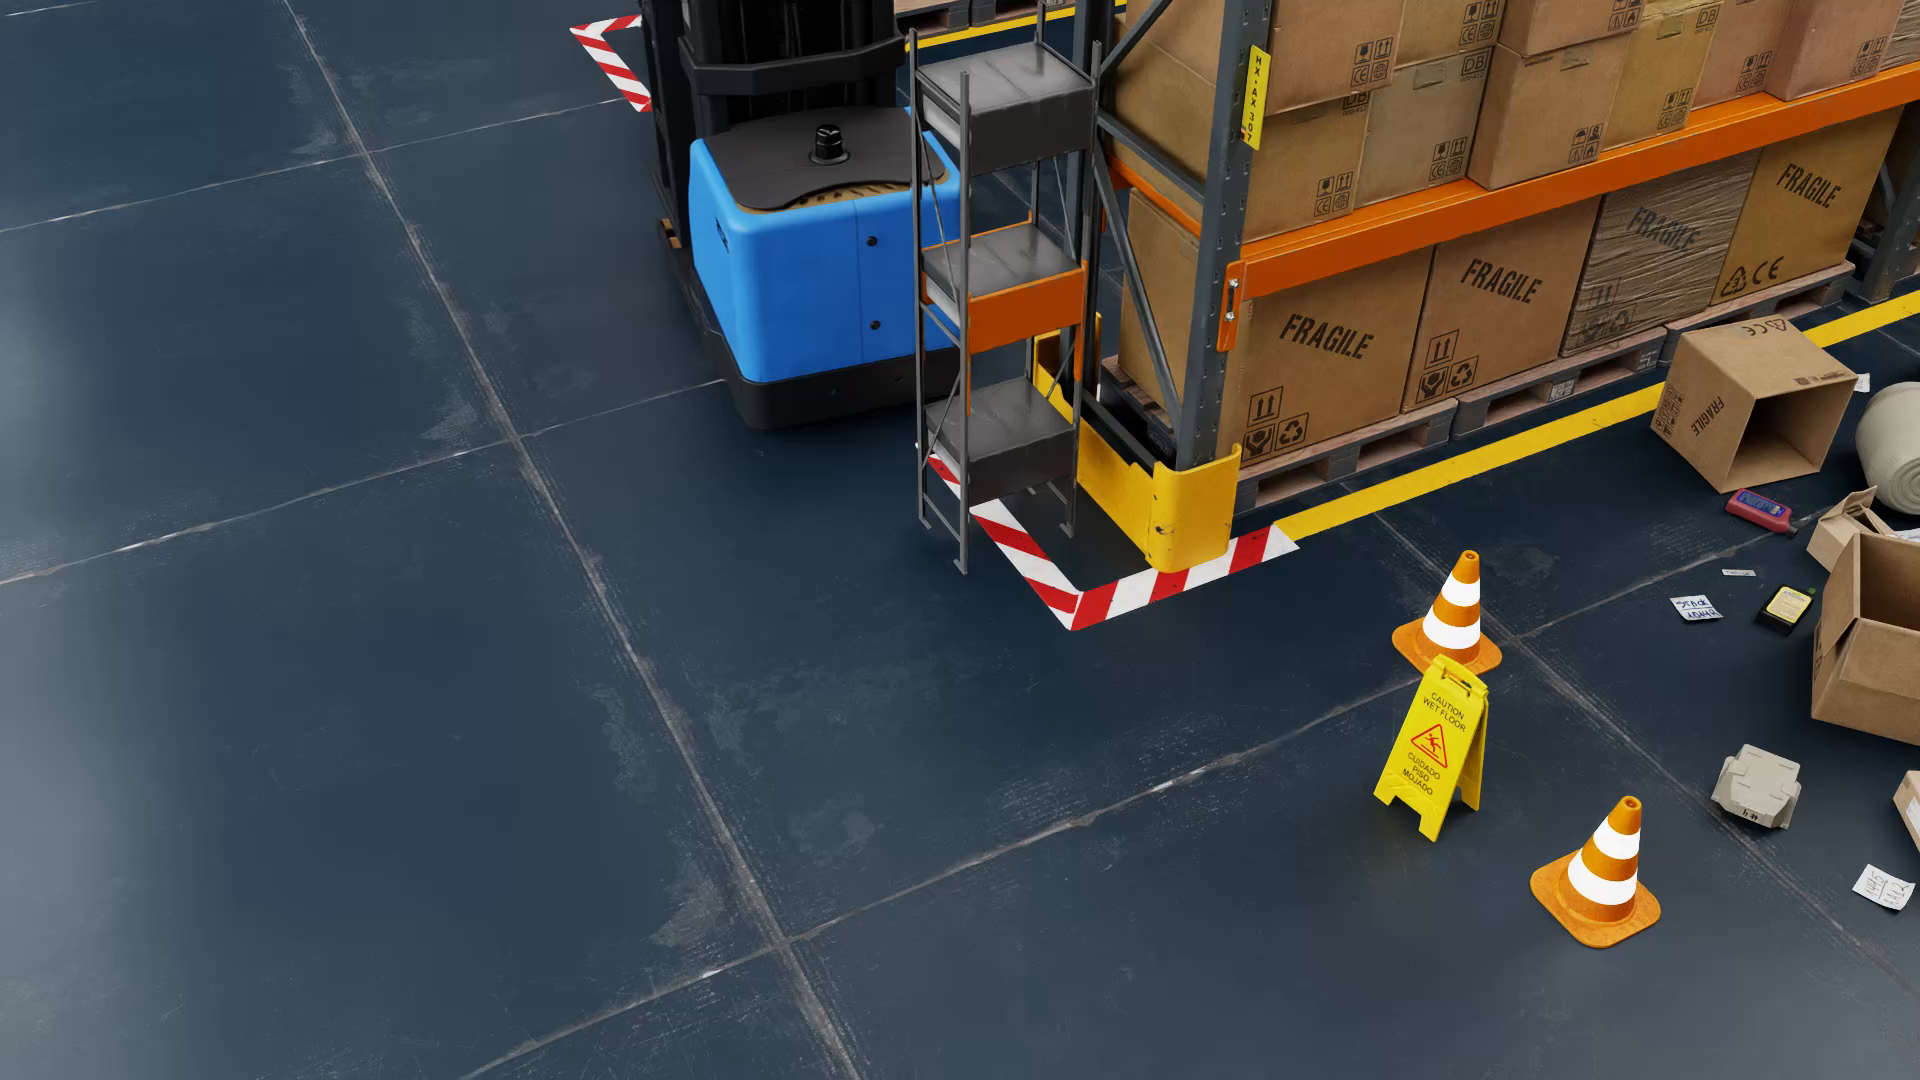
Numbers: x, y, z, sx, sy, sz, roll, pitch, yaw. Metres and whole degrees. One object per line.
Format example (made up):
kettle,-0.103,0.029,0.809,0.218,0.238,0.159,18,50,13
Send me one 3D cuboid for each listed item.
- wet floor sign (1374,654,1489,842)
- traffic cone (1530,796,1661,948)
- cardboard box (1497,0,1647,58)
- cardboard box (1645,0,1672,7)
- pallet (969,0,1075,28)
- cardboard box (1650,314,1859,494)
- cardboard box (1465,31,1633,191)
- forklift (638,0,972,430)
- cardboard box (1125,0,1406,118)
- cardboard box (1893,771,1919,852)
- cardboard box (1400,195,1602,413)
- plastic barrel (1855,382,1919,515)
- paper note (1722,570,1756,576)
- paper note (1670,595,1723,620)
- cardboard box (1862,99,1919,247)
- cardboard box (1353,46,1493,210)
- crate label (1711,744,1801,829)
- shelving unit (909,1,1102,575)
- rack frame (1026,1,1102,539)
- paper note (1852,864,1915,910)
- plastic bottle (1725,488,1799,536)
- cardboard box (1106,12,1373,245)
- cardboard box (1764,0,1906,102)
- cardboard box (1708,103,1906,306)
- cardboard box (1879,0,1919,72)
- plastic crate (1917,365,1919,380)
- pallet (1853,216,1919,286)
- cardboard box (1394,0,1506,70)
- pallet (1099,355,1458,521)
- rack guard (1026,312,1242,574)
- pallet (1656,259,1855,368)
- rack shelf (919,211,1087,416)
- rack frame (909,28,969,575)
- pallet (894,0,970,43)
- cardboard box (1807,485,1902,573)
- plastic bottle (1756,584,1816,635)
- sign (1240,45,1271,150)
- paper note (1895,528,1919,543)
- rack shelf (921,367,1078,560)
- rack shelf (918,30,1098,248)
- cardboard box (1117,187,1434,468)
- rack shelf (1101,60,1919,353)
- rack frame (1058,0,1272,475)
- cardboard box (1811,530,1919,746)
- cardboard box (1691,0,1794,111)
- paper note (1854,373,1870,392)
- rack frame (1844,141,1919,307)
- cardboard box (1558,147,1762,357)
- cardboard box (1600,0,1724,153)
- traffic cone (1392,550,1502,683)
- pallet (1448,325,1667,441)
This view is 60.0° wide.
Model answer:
wet floor sign,1.594,0.652,5.481,0.232,0.644,0.267,-26,47,-28
traffic cone,2.052,0.982,5.232,0.334,0.463,0.336,-19,44,-21
cardboard box,2.057,-2.255,6.140,0.550,0.550,0.875,-19,44,-21
cardboard box,2.467,-2.487,6.415,0.500,0.550,0.875,-19,44,-21
pallet,0.388,-3.805,11.081,1.213,0.211,1.003,-19,44,-21
cardboard box,3.350,-0.580,7.046,0.500,0.500,0.500,-12,42,-13
cardboard box,2.046,-1.856,6.505,0.550,0.550,0.875,-19,44,-21
forklift,-0.910,-2.555,7.500,1.130,2.935,3.031,-13,42,-15
cardboard box,1.052,-1.948,5.778,0.550,0.550,0.875,-19,44,-21
cardboard box,3.310,0.956,5.506,0.250,0.149,0.380,2,40,2
cardboard box,2.055,-1.244,7.217,0.875,0.875,0.875,-19,44,-21
plastic barrel,3.955,-0.383,6.875,0.421,0.421,0.512,8,41,10
paper note,3.086,0.130,6.589,0.123,0.001,0.032,2,40,2
paper note,2.843,0.261,6.419,0.142,0.017,0.144,-5,40,-6
cardboard box,4.762,-2.123,8.352,0.750,0.750,1.050,-19,44,-21
cardboard box,1.491,-1.761,6.393,0.550,0.550,0.875,-19,44,-21
crate label,2.721,0.836,5.656,0.250,0.136,0.298,22,45,24
shelving unit,0.147,-0.851,6.130,0.503,2.100,0.431,-19,44,-21
rack frame,0.363,-0.924,6.216,0.015,2.100,0.400,-19,44,-21
paper note,3.000,1.126,5.396,0.148,0.019,0.142,31,49,31
plastic bottle,3.313,-0.110,6.832,0.283,0.061,0.133,31,49,31
cardboard box,1.013,-1.584,6.184,0.550,0.550,0.875,-19,44,-21
cardboard box,3.454,-2.347,7.085,0.550,0.550,0.875,-19,44,-21
cardboard box,3.663,-1.786,7.858,0.875,0.875,0.875,-18,43,-20
cardboard box,3.931,-2.524,7.294,0.550,0.550,0.875,-19,44,-21
plastic crate,4.704,-0.730,7.423,0.662,0.188,0.450,2,30,2
pallet,4.902,-1.793,8.705,1.213,0.211,1.003,-19,44,-21
cardboard box,1.497,-2.165,6.034,0.550,0.550,0.875,-19,44,-21
pallet,1.378,-0.609,7.307,1.213,0.211,1.003,-19,44,-21
rack guard,0.684,-0.429,6.870,0.348,0.500,1.175,-19,44,-21
pallet,3.542,-1.338,8.167,1.213,0.211,1.003,-19,44,-21
rack shelf,0.147,-0.840,6.139,0.480,0.518,0.431,-19,44,-21
rack frame,-0.070,-0.778,6.044,0.015,2.100,0.400,-19,44,-21
pallet,-0.692,-3.443,10.654,1.213,0.211,1.003,-19,44,-21
cardboard box,3.579,0.028,6.512,0.258,0.266,0.396,-12,42,-13
plastic bottle,3.192,0.251,6.407,0.133,0.061,0.283,31,49,31
sign,0.956,-1.431,5.388,0.005,0.325,0.100,-19,44,-21
paper note,3.894,0.006,6.725,0.155,0.023,0.172,-5,40,-6
rack shelf,0.147,-0.306,6.591,0.480,0.518,0.431,-19,44,-21
rack shelf,0.147,-1.375,5.687,0.480,0.518,0.431,-19,44,-21
cardboard box,1.276,-0.980,6.905,0.875,0.875,0.875,-18,44,-20
rack shelf,2.479,-1.713,7.008,4.000,0.370,1.077,-19,44,-21
rack frame,0.705,-1.390,6.071,0.127,3.000,1.000,-19,44,-21
cardboard box,3.470,0.394,5.895,0.797,0.503,0.637,15,42,17
cardboard box,2.920,-2.254,6.975,0.550,0.550,0.875,-19,44,-21
paper note,4.075,-0.732,7.590,0.147,0.020,0.142,15,42,17
rack frame,4.253,-2.584,7.481,0.127,3.000,1.000,-19,44,-21
cardboard box,2.865,-1.515,7.537,0.875,0.875,0.875,-18,44,-20
cardboard box,2.497,-2.038,6.720,0.500,0.550,0.875,-19,44,-21
traffic cone,1.832,0.233,6.116,0.334,0.463,0.336,-19,44,-21
pallet,2.459,-0.971,7.734,1.213,0.211,1.003,-19,44,-21
